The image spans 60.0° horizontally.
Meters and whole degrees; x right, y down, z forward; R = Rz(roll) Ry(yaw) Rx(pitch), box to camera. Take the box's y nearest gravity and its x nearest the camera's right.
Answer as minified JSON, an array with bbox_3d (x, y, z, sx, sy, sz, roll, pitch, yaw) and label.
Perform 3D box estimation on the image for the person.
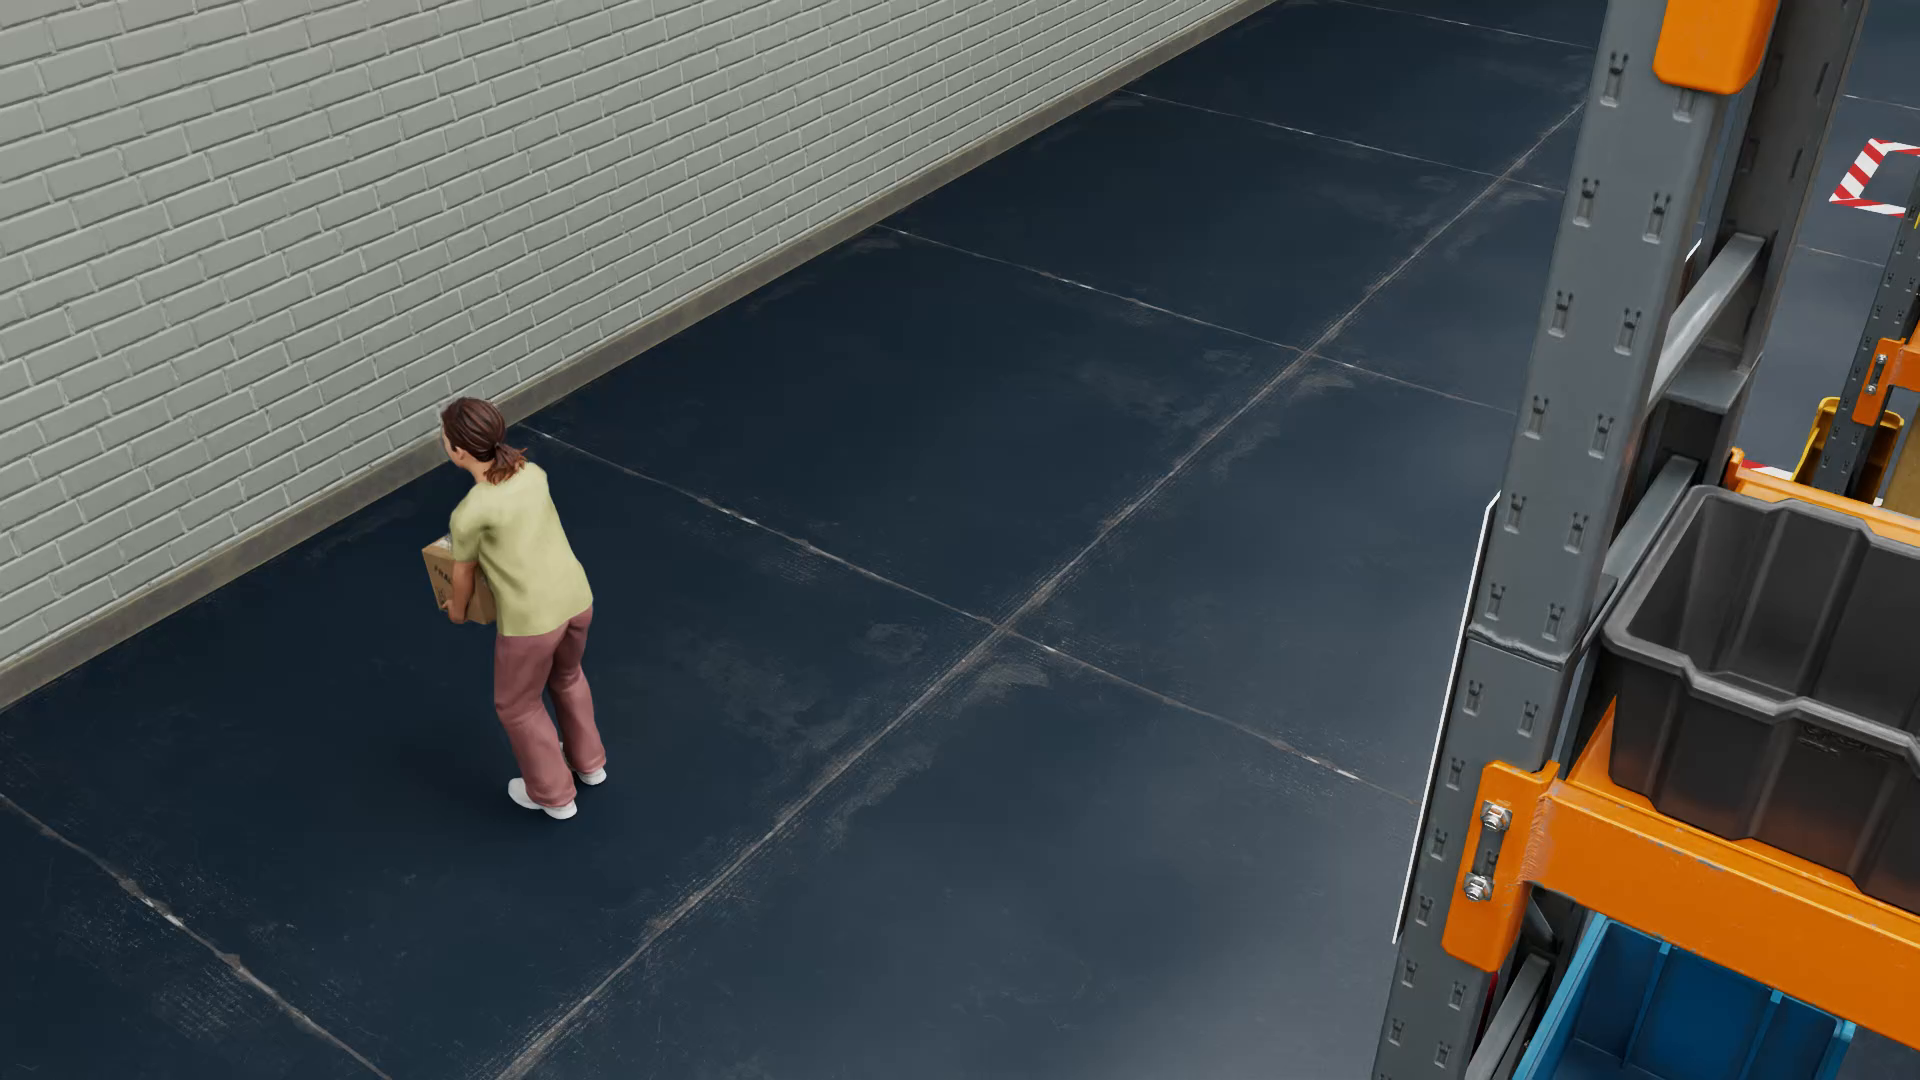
[{"bbox_3d":[-1.546,0.241,5.830,0.522,1.644,0.408,21,40,27],"label":"person"}]
